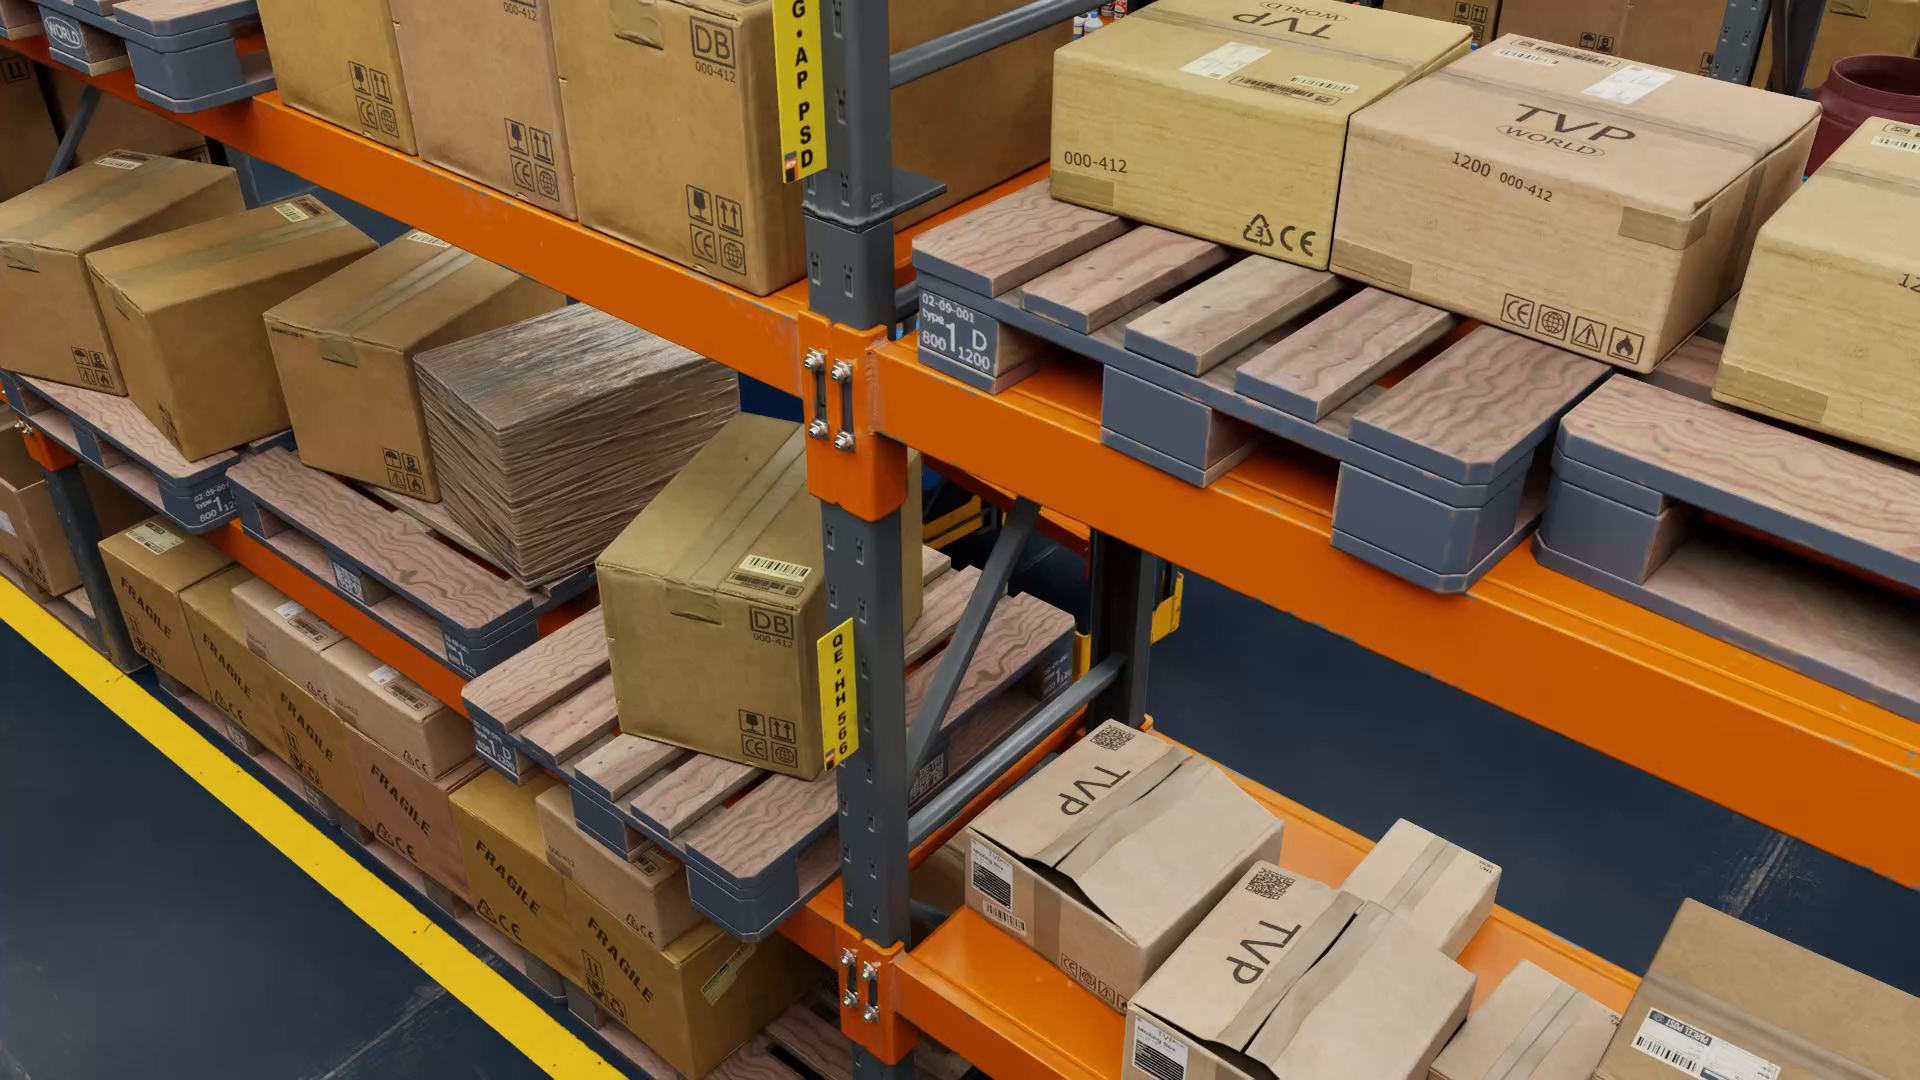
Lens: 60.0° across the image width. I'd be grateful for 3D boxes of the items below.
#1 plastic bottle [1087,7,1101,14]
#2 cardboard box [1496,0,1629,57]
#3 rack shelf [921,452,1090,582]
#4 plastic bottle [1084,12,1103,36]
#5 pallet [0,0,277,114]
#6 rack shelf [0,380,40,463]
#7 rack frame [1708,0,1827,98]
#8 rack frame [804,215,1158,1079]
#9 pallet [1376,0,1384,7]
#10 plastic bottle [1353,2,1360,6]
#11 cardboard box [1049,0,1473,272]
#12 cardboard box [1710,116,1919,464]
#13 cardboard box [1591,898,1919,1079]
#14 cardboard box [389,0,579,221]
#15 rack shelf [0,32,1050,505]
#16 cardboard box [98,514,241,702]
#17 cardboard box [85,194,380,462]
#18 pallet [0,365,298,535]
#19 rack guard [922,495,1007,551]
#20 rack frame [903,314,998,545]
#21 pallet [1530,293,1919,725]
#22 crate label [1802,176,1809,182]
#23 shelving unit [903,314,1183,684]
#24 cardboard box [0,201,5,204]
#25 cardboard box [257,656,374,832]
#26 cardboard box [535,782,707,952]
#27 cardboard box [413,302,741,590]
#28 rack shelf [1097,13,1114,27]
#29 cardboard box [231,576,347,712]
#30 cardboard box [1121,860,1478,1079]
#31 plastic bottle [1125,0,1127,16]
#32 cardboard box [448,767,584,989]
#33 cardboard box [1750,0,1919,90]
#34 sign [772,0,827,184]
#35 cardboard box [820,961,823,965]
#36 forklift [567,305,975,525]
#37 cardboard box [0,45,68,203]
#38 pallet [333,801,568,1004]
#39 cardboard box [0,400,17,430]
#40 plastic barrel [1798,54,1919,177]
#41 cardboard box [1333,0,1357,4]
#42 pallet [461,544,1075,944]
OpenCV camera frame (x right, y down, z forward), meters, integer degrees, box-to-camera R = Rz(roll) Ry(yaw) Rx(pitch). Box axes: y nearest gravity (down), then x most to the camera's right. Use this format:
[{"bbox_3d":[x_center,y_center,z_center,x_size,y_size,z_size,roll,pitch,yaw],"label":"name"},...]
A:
[{"bbox_3d":[0.716,-3.044,9.142,0.135,0.276,0.152,25,42,32],"label":"plastic bottle"},{"bbox_3d":[4.567,-4.003,11.935,0.875,0.875,1.225,24,41,30],"label":"cardboard box"},{"bbox_3d":[0.320,-0.226,6.572,0.538,0.185,1.000,-28,43,-34],"label":"rack shelf"},{"bbox_3d":[0.671,-2.524,8.389,0.097,0.271,0.097,0,34,0],"label":"plastic bottle"},{"bbox_3d":[-1.711,-1.461,4.244,1.003,0.211,1.213,25,42,32],"label":"pallet"},{"bbox_3d":[-4.503,-1.371,7.232,4.000,0.370,1.077,25,42,32],"label":"rack shelf"},{"bbox_3d":[3.280,-1.648,7.000,0.127,3.000,1.000,25,42,32],"label":"rack frame"},{"bbox_3d":[0.108,0.506,3.864,0.127,3.000,1.000,25,42,32],"label":"rack frame"},{"bbox_3d":[2.841,-4.412,13.488,1.213,0.211,1.003,25,42,32],"label":"pallet"},{"bbox_3d":[1.968,-2.487,8.265,0.185,0.351,0.144,25,42,32],"label":"plastic bottle"},{"bbox_3d":[0.493,-0.702,2.735,0.500,0.250,0.500,22,40,29],"label":"cardboard box"},{"bbox_3d":[1.340,-0.308,2.161,0.500,0.250,0.500,24,41,31],"label":"cardboard box"},{"bbox_3d":[1.408,1.065,2.961,0.500,0.500,0.500,23,41,29],"label":"cardboard box"},{"bbox_3d":[-0.641,-1.100,3.464,0.500,0.500,0.910,25,42,32],"label":"cardboard box"},{"bbox_3d":[-1.429,-1.159,4.273,4.000,0.370,1.077,25,42,32],"label":"rack shelf"},{"bbox_3d":[-2.750,0.187,6.147,0.500,0.500,0.500,23,41,30],"label":"cardboard box"},{"bbox_3d":[-2.176,-0.667,5.112,0.700,0.500,0.500,-26,42,-33],"label":"cardboard box"},{"bbox_3d":[-2.422,-0.527,5.537,1.213,0.211,1.003,25,42,32],"label":"pallet"},{"bbox_3d":[-0.026,-0.069,7.130,0.587,0.250,0.087,-28,43,-34],"label":"rack guard"},{"bbox_3d":[-0.027,-0.585,6.777,0.500,1.500,0.032,-28,43,-34],"label":"rack frame"},{"bbox_3d":[1.548,-0.042,2.179,1.213,0.211,1.003,27,43,34],"label":"pallet"},{"bbox_3d":[3.364,-1.263,6.588,0.416,0.233,0.303,25,42,32],"label":"crate label"},{"bbox_3d":[0.313,-0.378,6.476,0.587,1.500,1.083,-28,43,-34],"label":"shelving unit"},{"bbox_3d":[-3.514,-1.054,6.047,0.500,0.500,0.500,26,42,33],"label":"cardboard box"},{"bbox_3d":[-1.954,0.560,5.605,0.500,0.500,0.500,26,42,32],"label":"cardboard box"},{"bbox_3d":[-0.807,0.790,4.606,0.500,0.250,0.500,27,43,33],"label":"cardboard box"},{"bbox_3d":[-1.029,-0.302,4.581,0.700,0.500,0.500,-25,42,-31],"label":"cardboard box"},{"bbox_3d":[1.743,-2.076,8.259,4.000,0.370,1.077,25,42,32],"label":"rack shelf"},{"bbox_3d":[-1.982,0.240,5.408,0.500,0.250,0.500,25,42,32],"label":"cardboard box"},{"bbox_3d":[0.671,0.951,3.295,0.500,0.311,0.500,25,42,31],"label":"cardboard box"},{"bbox_3d":[0.931,-2.820,8.881,0.097,0.201,0.097,0,34,0],"label":"plastic bottle"},{"bbox_3d":[-1.158,0.930,5.065,0.500,0.500,0.500,24,41,30],"label":"cardboard box"},{"bbox_3d":[5.932,-3.359,10.998,0.875,0.875,1.225,23,41,30],"label":"cardboard box"},{"bbox_3d":[-0.241,-0.709,2.526,0.005,0.325,0.100,25,42,32],"label":"sign"},{"bbox_3d":[-0.465,0.878,5.141,0.500,0.500,0.500,24,41,30],"label":"cardboard box"},{"bbox_3d":[-1.045,-1.844,7.345,1.130,2.935,3.031,-28,43,-34],"label":"forklift"},{"bbox_3d":[-3.520,-1.467,5.765,0.500,0.500,0.500,25,42,32],"label":"cardboard box"},{"bbox_3d":[-1.375,0.926,5.715,1.213,0.211,1.003,25,42,32],"label":"pallet"},{"bbox_3d":[-4.162,-0.371,7.127,0.500,0.311,0.500,25,42,32],"label":"cardboard box"},{"bbox_3d":[3.831,-1.668,6.909,0.708,0.536,0.600,25,42,32],"label":"plastic barrel"},{"bbox_3d":[2.919,-4.823,13.129,0.875,0.875,0.875,25,42,32],"label":"cardboard box"},{"bbox_3d":[-0.458,0.370,4.231,1.003,0.211,1.213,25,42,32],"label":"pallet"}]
